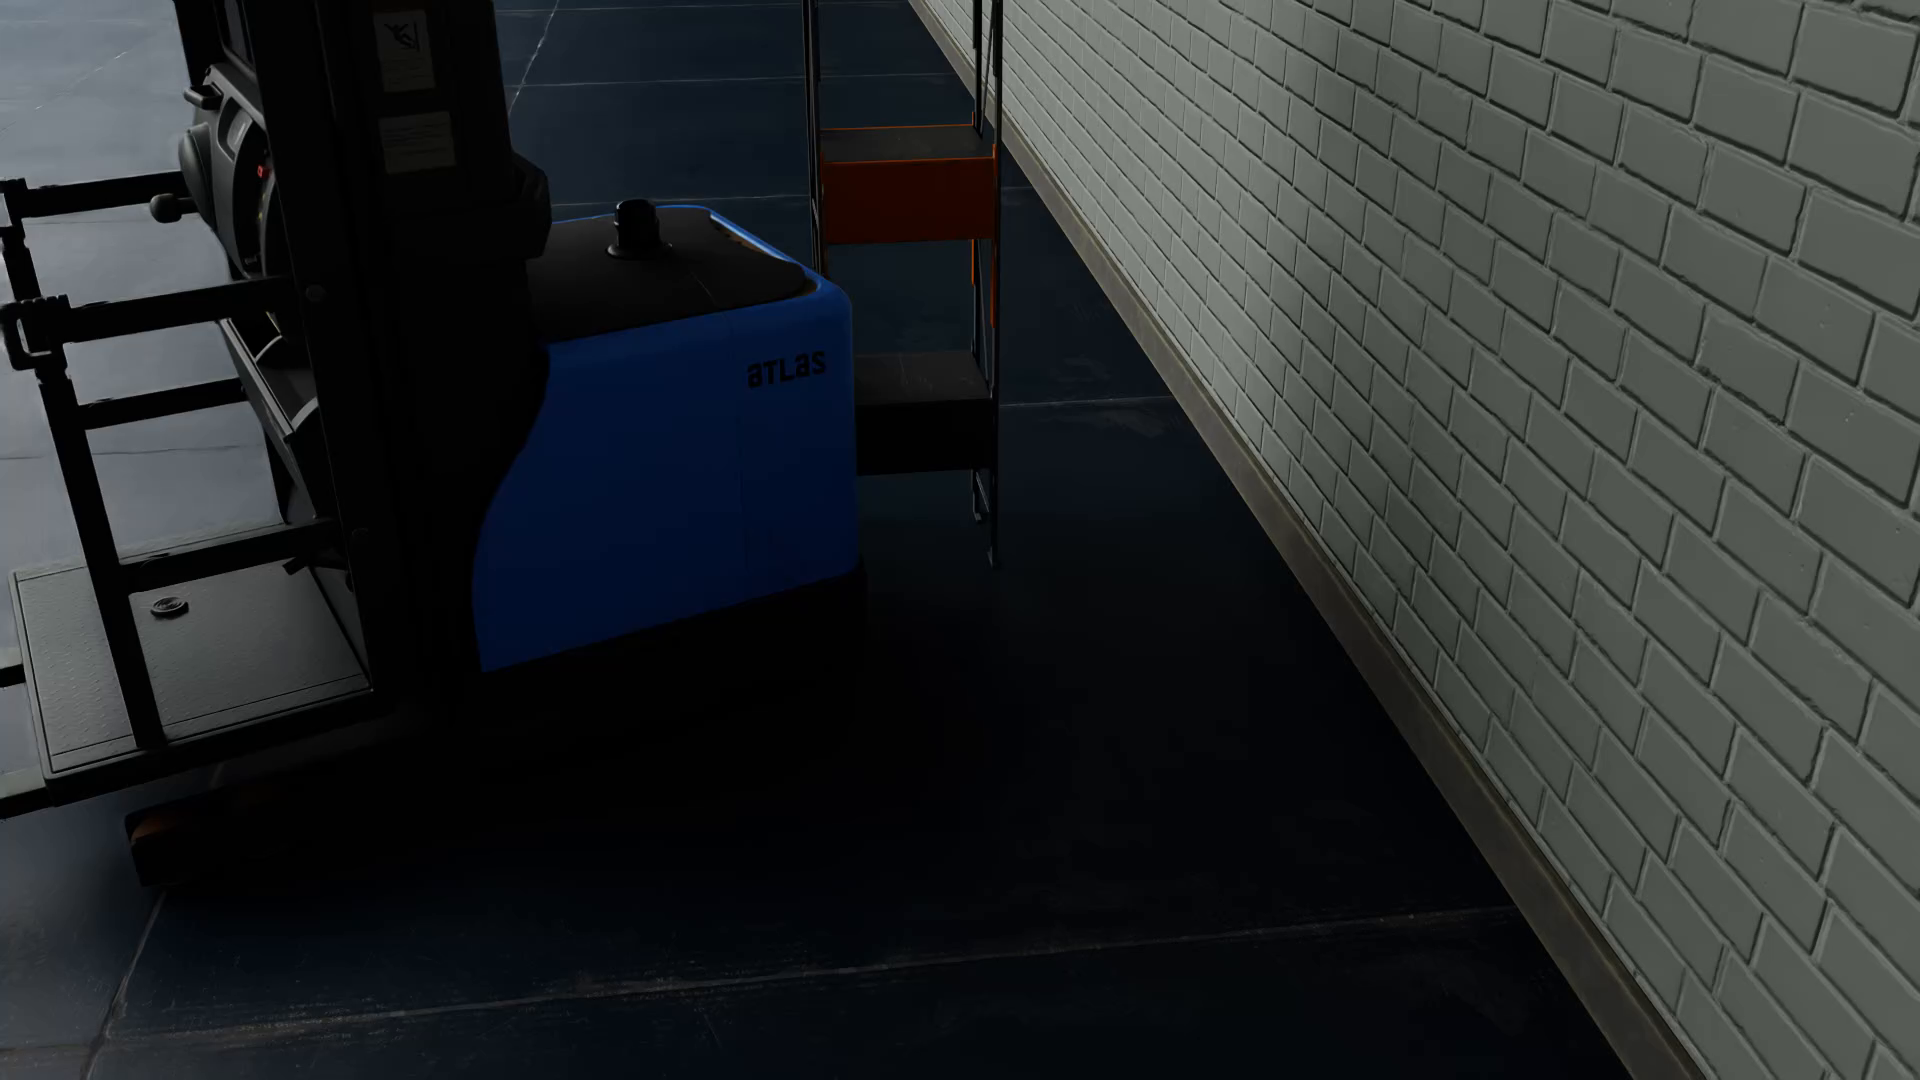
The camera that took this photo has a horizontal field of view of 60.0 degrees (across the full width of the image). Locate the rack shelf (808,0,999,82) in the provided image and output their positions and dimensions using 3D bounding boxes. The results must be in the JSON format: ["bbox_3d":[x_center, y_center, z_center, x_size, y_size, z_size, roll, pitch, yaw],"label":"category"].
[{"bbox_3d":[-0.164,-1.534,4.437,0.480,0.518,0.431,-4,27,-7],"label":"rack shelf"}]

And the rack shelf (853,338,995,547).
[{"bbox_3d":[-0.164,-0.289,5.076,0.480,0.518,0.431,-4,27,-7],"label":"rack shelf"}]

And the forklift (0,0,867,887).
[{"bbox_3d":[-1.785,-0.804,3.606,3.031,2.935,1.130,-15,31,-27],"label":"forklift"}]

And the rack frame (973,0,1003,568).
[{"bbox_3d":[0.078,-0.939,4.780,0.015,2.100,0.400,-4,27,-7],"label":"rack frame"}]

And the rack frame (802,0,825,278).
[{"bbox_3d":[-0.406,-0.908,4.720,0.015,2.100,0.400,-4,27,-7],"label":"rack frame"}]

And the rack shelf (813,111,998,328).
[{"bbox_3d":[-0.164,-0.912,4.756,0.480,0.518,0.431,-4,27,-7],"label":"rack shelf"}]

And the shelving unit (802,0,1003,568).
[{"bbox_3d":[-0.164,-0.924,4.750,0.503,2.100,0.431,-4,27,-7],"label":"shelving unit"}]
